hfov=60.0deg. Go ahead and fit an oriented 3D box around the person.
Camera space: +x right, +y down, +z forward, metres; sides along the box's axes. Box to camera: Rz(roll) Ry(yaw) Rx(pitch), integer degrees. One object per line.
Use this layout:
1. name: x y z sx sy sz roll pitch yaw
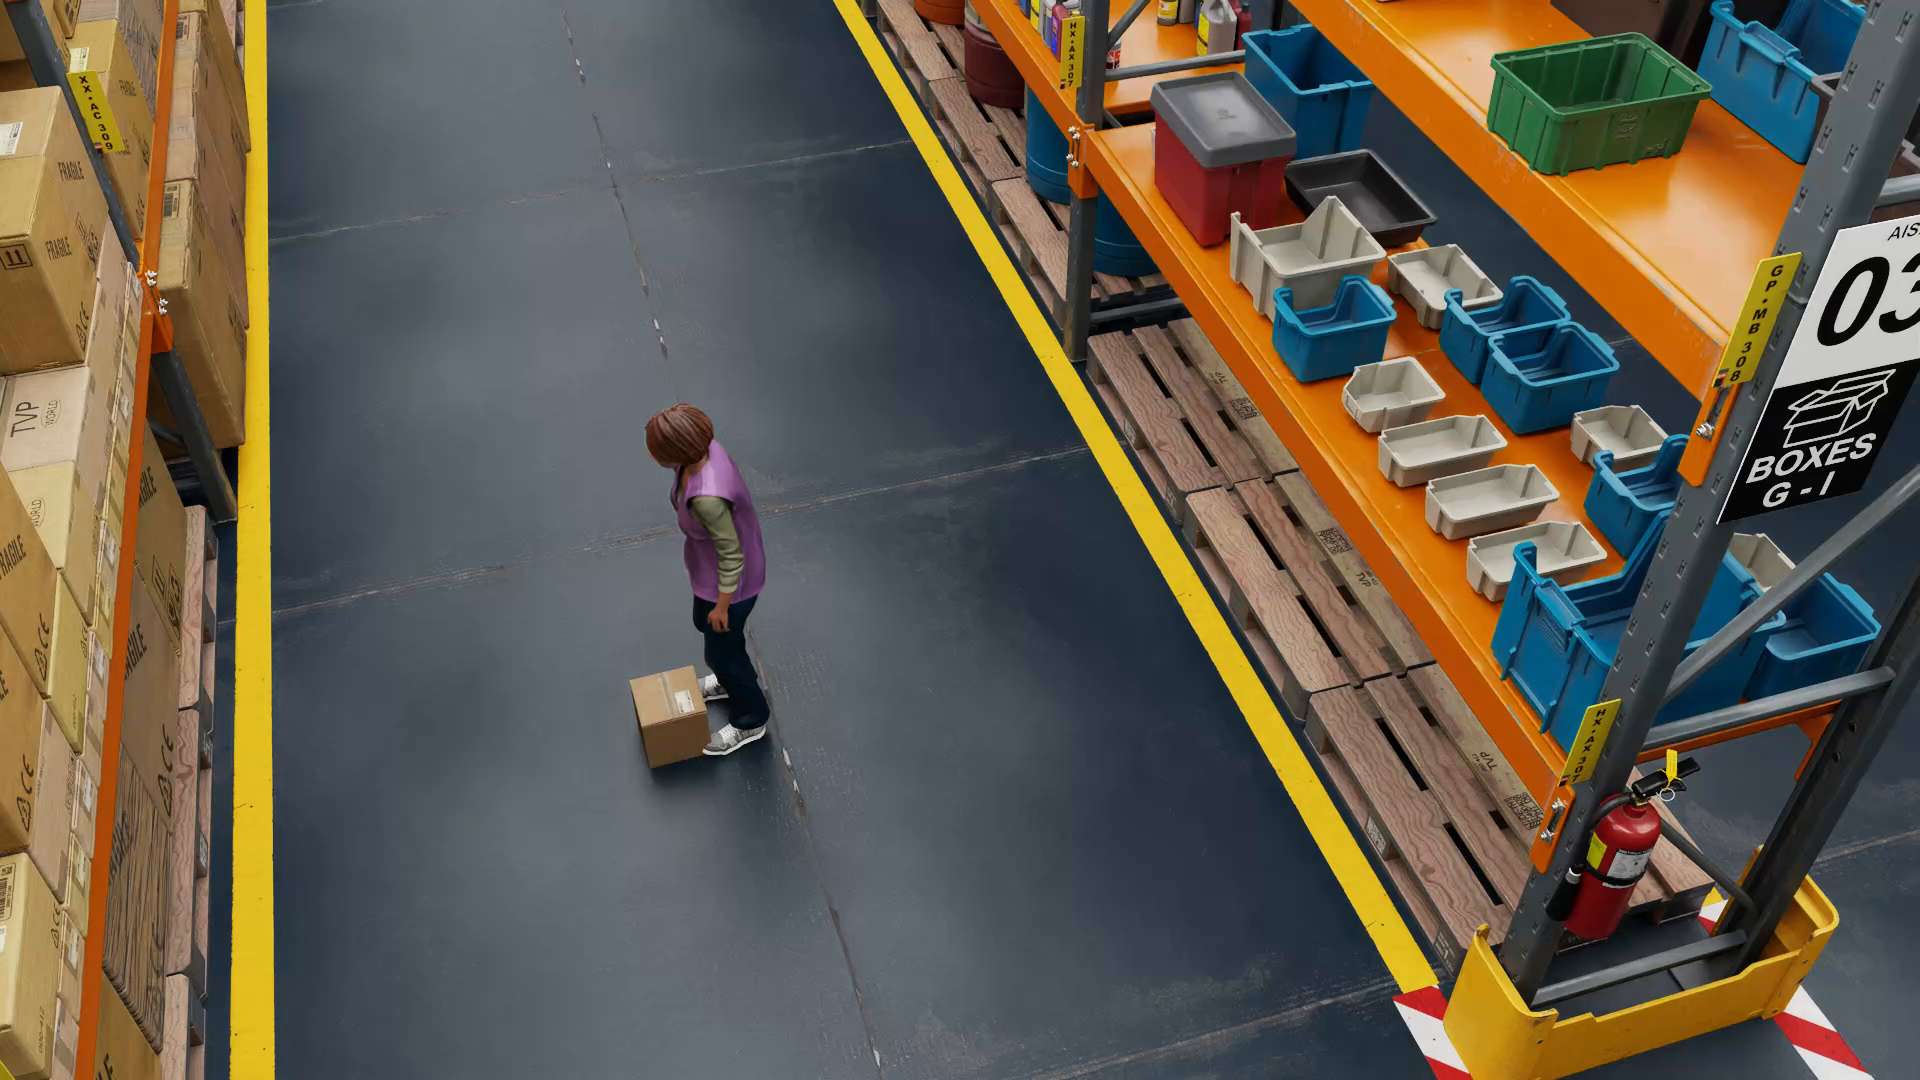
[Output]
1. person: -0.882 0.130 6.029 0.346 1.593 0.459 -13 44 -13
